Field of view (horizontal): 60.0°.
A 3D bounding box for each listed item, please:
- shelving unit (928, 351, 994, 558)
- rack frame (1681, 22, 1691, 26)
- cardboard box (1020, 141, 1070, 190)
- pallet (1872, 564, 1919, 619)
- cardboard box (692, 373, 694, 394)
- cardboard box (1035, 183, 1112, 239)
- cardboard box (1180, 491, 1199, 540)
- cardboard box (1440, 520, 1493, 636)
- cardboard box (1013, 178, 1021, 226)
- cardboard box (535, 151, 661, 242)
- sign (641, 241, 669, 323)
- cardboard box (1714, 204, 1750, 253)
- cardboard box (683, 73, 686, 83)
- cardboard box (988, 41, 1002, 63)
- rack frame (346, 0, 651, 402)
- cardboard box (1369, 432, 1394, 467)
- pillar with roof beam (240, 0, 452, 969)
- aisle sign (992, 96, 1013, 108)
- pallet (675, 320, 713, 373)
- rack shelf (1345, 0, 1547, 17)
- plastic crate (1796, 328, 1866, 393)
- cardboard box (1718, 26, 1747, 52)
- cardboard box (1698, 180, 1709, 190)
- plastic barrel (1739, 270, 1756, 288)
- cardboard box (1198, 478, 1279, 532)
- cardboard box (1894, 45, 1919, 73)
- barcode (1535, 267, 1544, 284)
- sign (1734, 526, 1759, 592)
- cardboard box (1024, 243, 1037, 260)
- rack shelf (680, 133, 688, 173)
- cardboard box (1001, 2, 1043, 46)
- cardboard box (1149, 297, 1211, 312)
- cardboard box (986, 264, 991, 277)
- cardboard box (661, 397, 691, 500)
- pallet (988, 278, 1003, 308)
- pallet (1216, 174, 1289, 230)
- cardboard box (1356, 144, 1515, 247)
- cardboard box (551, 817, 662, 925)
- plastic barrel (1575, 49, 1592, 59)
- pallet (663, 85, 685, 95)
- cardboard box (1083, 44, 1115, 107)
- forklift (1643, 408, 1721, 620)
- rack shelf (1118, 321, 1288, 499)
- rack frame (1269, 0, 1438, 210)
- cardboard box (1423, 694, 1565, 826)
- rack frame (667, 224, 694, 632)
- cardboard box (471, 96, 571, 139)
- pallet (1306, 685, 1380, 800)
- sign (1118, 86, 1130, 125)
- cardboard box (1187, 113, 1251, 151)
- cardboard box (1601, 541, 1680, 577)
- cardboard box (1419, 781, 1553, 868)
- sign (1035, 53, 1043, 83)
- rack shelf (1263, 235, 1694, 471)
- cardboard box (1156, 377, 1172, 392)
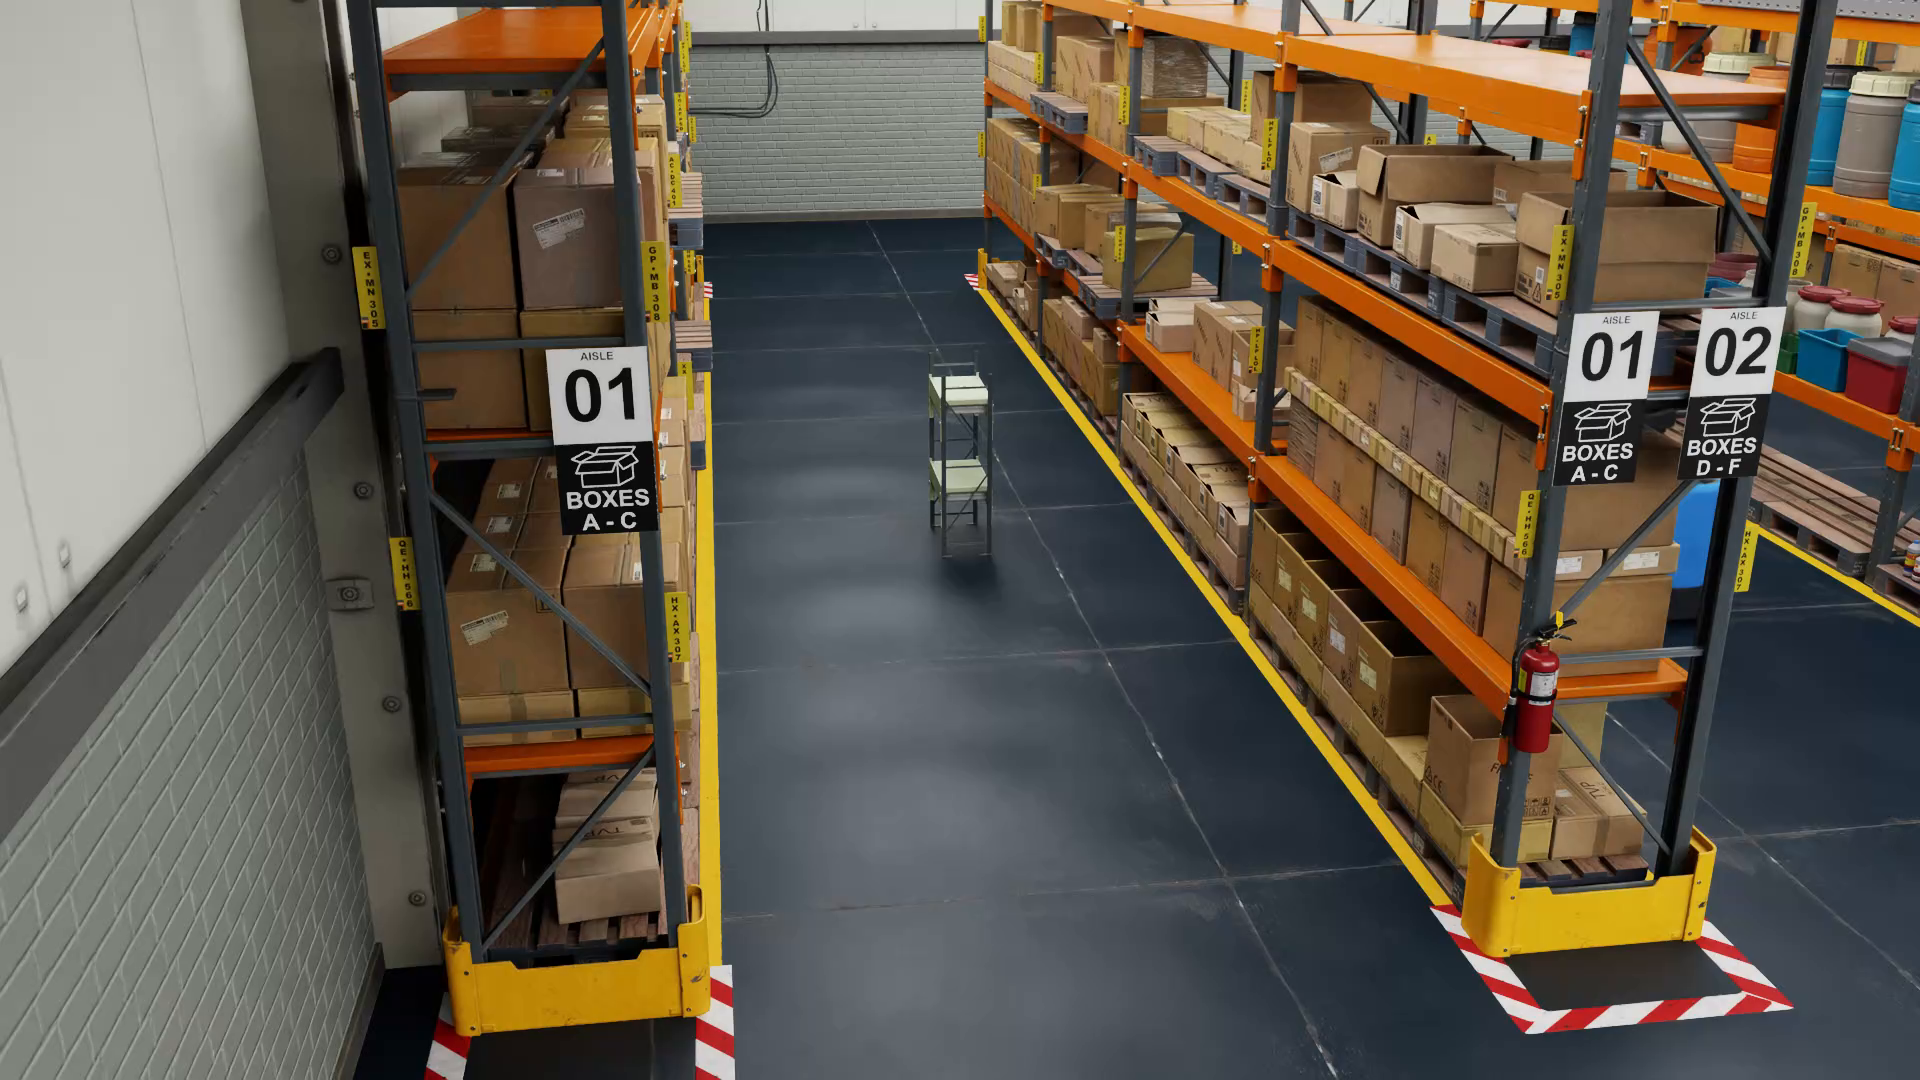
[{"bbox_3d":[0.001,-0.700,13.448,0.431,1.500,0.755,-3,21,-8],"label":"shelving unit"},{"bbox_3d":[10.639,-8.289,23.047,1.000,3.000,0.127,-3,21,-8],"label":"rack frame"},{"bbox_3d":[1.006,-4.449,19.770,0.500,0.500,0.500,-3,21,-9],"label":"cardboard box"},{"bbox_3d":[7.523,0.467,12.163,1.003,0.211,1.213,-3,21,-8],"label":"pallet"},{"bbox_3d":[-2.889,-1.410,15.676,0.750,0.750,0.750,-3,21,-8],"label":"cardboard box"},{"bbox_3d":[1.259,-3.663,18.494,0.700,0.500,0.500,-10,23,-26],"label":"cardboard box"},{"bbox_3d":[2.073,-0.215,13.334,0.500,0.250,0.500,-2,21,-7],"label":"cardboard box"},{"bbox_3d":[3.007,0.169,8.833,0.700,0.500,0.500,-2,21,-6],"label":"cardboard box"},{"bbox_3d":[0.934,-4.158,20.419,0.500,0.500,0.500,-2,21,-7],"label":"cardboard box"},{"bbox_3d":[-1.597,-1.441,7.399,0.500,0.500,0.500,-3,21,-8],"label":"cardboard box"},{"bbox_3d":[-1.223,-1.031,6.653,0.100,0.325,0.005,-3,21,-8],"label":"sign"},{"bbox_3d":[10.941,-4.147,22.969,0.875,0.875,0.875,-3,21,-8],"label":"cardboard box"},{"bbox_3d":[-3.388,-5.352,18.943,0.500,0.250,0.500,-3,21,-9],"label":"cardboard box"},{"bbox_3d":[0.652,-6.358,21.665,0.500,0.250,0.500,-3,21,-8],"label":"cardboard box"},{"bbox_3d":[-1.760,-1.999,6.208,1.000,3.000,0.127,-3,21,-8],"label":"rack frame"},{"bbox_3d":[2.639,-0.537,9.796,0.380,0.149,0.250,-3,21,-8],"label":"cardboard box"},{"bbox_3d":[1.543,-2.415,7.321,9.100,9.000,0.400,-3,21,-8],"label":"pillar with roof beam"},{"bbox_3d":[0.535,-6.206,22.331,0.394,0.787,0.004,-3,21,-8],"label":"aisle sign"},{"bbox_3d":[-2.705,-1.628,14.061,1.213,0.211,1.003,-3,21,-8],"label":"pallet"},{"bbox_3d":[6.026,-6.822,20.720,1.077,0.370,4.000,-3,21,-8],"label":"rack shelf"},{"bbox_3d":[7.000,-1.432,13.287,0.392,0.384,0.575,-3,21,-8],"label":"plastic crate"},{"bbox_3d":[10.729,-6.796,22.450,0.700,0.500,0.500,-4,21,-10],"label":"cardboard box"},{"bbox_3d":[10.478,-4.953,23.050,0.380,0.149,0.250,-3,21,-9],"label":"cardboard box"},{"bbox_3d":[7.250,-2.165,15.067,0.421,0.512,0.421,0,20,0],"label":"plastic barrel"},{"bbox_3d":[2.142,-0.302,12.766,0.500,0.311,0.500,-2,21,-6],"label":"cardboard box"},{"bbox_3d":[11.309,-5.542,19.236,0.700,0.500,0.500,-2,21,-6],"label":"cardboard box"},{"bbox_3d":[2.621,-1.197,7.518,0.001,0.075,0.075,-3,21,-8],"label":"barcode"},{"bbox_3d":[3.692,0.091,7.834,0.100,0.325,0.005,-3,21,-8],"label":"sign"},{"bbox_3d":[1.157,-3.839,22.652,0.500,0.500,0.500,-3,21,-8],"label":"cardboard box"},{"bbox_3d":[-3.201,-3.719,16.129,1.077,0.370,4.000,-3,21,-8],"label":"rack shelf"},{"bbox_3d":[0.914,-6.546,21.096,0.700,0.500,0.500,-3,21,-8],"label":"cardboard box"},{"bbox_3d":[1.998,-2.040,15.019,0.500,0.311,0.500,-2,21,-4],"label":"cardboard box"},{"bbox_3d":[0.556,-3.688,22.749,0.380,0.149,0.250,-3,21,-8],"label":"cardboard box"},{"bbox_3d":[-1.885,-0.544,9.999,0.500,0.500,0.500,-3,21,-8],"label":"cardboard box"},{"bbox_3d":[0.962,-3.371,22.441,1.003,0.211,1.213,-3,21,-8],"label":"pallet"},{"bbox_3d":[2.425,-2.445,11.963,0.805,0.209,1.217,-4,21,-10],"label":"pallet"},{"bbox_3d":[2.678,-1.964,9.453,0.797,0.503,0.637,-1,20,-2],"label":"cardboard box"},{"bbox_3d":[-1.770,1.620,8.305,0.500,0.311,0.500,-5,21,-14],"label":"cardboard box"},{"bbox_3d":[6.486,-4.730,17.013,0.433,0.535,0.433,0,20,0],"label":"plastic barrel"},{"bbox_3d":[-3.597,-4.991,18.632,1.003,0.211,1.213,-3,21,-8],"label":"pallet"},{"bbox_3d":[1.607,-4.651,16.708,0.600,0.600,0.600,-4,21,-10],"label":"cardboard box"},{"bbox_3d":[4.722,-1.245,12.860,1.130,2.935,3.031,-3,21,-9],"label":"forklift"},{"bbox_3d":[2.277,-1.180,13.618,1.077,0.370,4.000,-3,21,-8],"label":"rack shelf"},{"bbox_3d":[2.565,-3.635,10.588,1.000,3.000,0.127,-3,21,-8],"label":"rack frame"},{"bbox_3d":[2.770,1.129,8.663,0.500,0.500,0.500,-3,21,-8],"label":"cardboard box"},{"bbox_3d":[-2.336,-0.574,10.966,1.000,3.000,0.127,-3,21,-8],"label":"rack frame"},{"bbox_3d":[-2.548,-2.320,9.752,0.500,0.500,0.500,-2,21,-7],"label":"cardboard box"},{"bbox_3d":[2.817,1.182,10.250,1.003,0.211,1.213,-3,21,-8],"label":"pallet"},{"bbox_3d":[1.451,-3.831,14.659,0.100,0.325,0.005,-3,21,-8],"label":"sign"},{"bbox_3d":[2.203,-3.407,13.877,0.500,0.250,0.500,-2,21,-6],"label":"cardboard box"},{"bbox_3d":[3.298,0.062,8.192,0.380,0.149,0.250,-3,21,-8],"label":"cardboard box"},{"bbox_3d":[2.772,1.480,8.795,0.500,0.250,0.500,-3,21,-8],"label":"cardboard box"},{"bbox_3d":[0.876,-5.212,18.358,0.100,0.325,0.005,-3,21,-8],"label":"sign"},{"bbox_3d":[2.853,-1.201,9.385,1.077,0.370,4.000,-3,21,-8],"label":"rack shelf"},{"bbox_3d":[2.206,-1.417,16.167,0.500,0.500,0.500,-2,21,-5],"label":"cardboard box"}]
